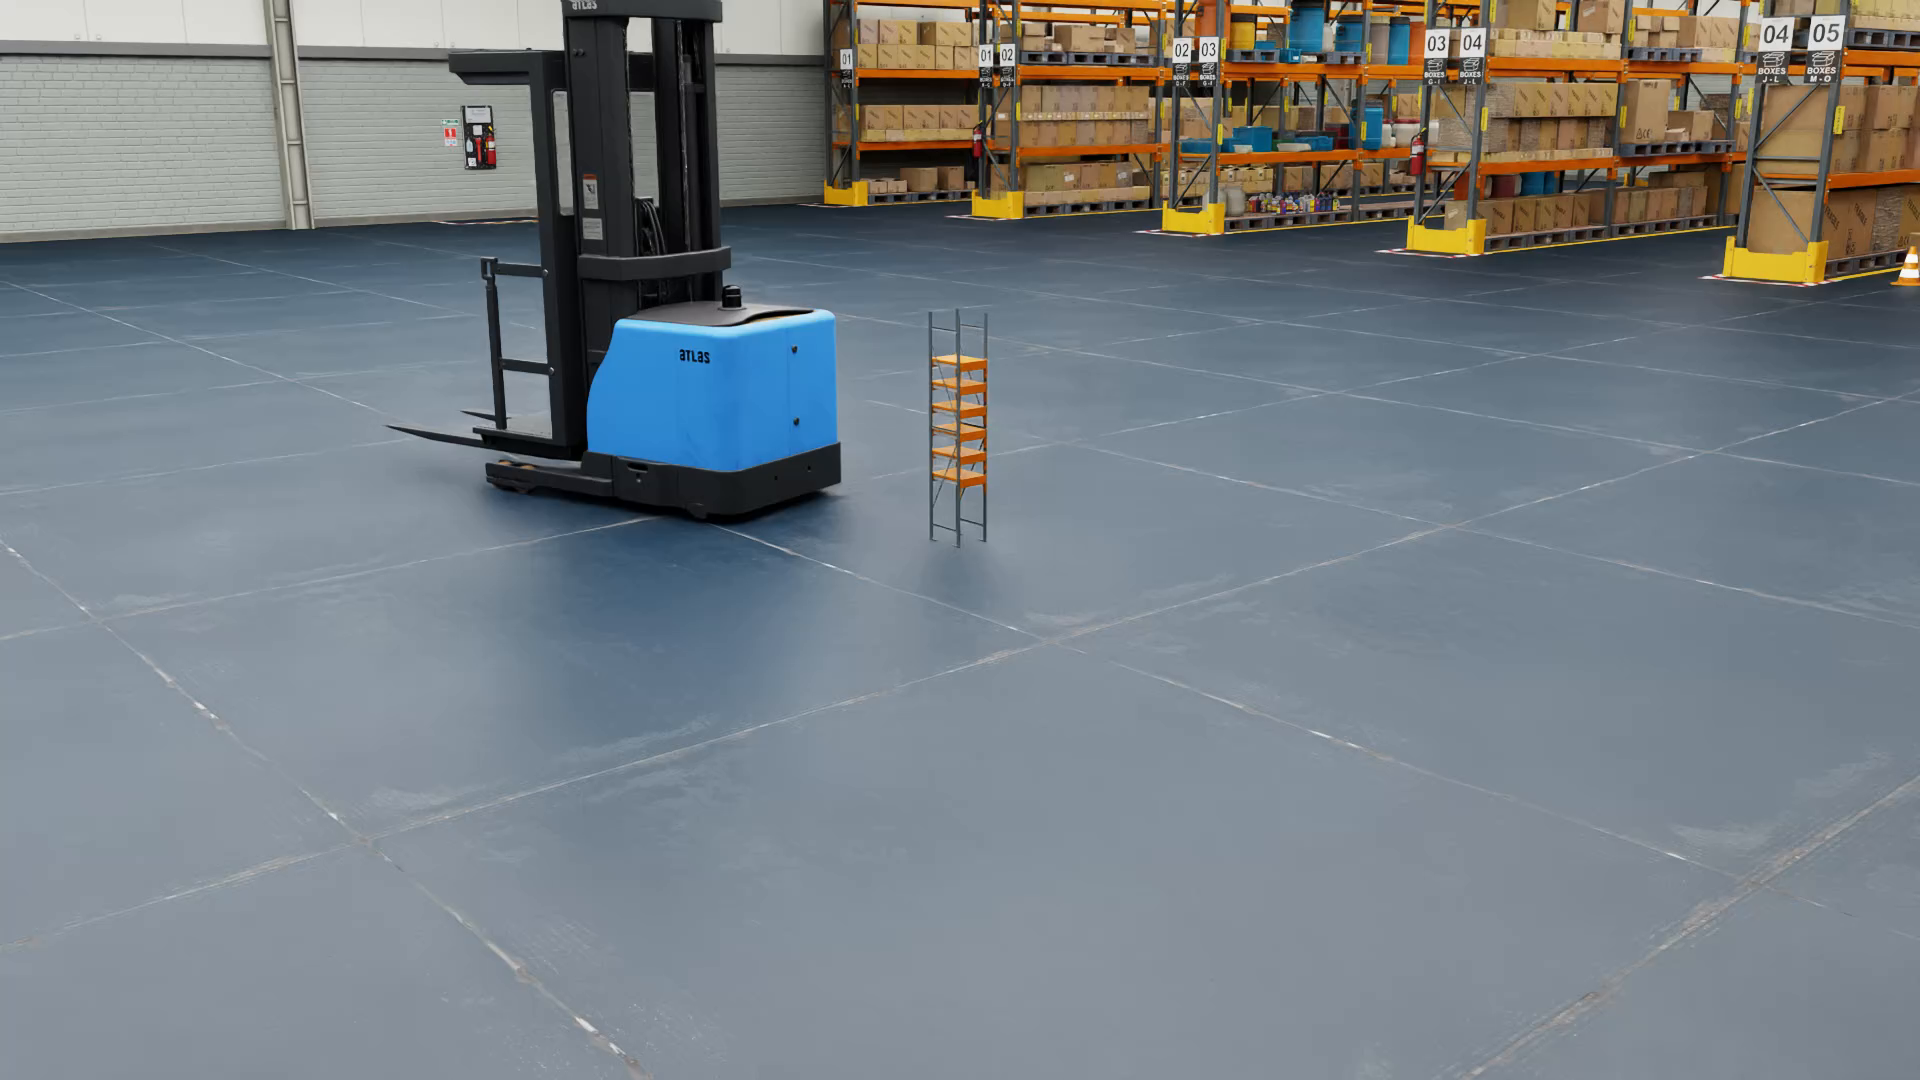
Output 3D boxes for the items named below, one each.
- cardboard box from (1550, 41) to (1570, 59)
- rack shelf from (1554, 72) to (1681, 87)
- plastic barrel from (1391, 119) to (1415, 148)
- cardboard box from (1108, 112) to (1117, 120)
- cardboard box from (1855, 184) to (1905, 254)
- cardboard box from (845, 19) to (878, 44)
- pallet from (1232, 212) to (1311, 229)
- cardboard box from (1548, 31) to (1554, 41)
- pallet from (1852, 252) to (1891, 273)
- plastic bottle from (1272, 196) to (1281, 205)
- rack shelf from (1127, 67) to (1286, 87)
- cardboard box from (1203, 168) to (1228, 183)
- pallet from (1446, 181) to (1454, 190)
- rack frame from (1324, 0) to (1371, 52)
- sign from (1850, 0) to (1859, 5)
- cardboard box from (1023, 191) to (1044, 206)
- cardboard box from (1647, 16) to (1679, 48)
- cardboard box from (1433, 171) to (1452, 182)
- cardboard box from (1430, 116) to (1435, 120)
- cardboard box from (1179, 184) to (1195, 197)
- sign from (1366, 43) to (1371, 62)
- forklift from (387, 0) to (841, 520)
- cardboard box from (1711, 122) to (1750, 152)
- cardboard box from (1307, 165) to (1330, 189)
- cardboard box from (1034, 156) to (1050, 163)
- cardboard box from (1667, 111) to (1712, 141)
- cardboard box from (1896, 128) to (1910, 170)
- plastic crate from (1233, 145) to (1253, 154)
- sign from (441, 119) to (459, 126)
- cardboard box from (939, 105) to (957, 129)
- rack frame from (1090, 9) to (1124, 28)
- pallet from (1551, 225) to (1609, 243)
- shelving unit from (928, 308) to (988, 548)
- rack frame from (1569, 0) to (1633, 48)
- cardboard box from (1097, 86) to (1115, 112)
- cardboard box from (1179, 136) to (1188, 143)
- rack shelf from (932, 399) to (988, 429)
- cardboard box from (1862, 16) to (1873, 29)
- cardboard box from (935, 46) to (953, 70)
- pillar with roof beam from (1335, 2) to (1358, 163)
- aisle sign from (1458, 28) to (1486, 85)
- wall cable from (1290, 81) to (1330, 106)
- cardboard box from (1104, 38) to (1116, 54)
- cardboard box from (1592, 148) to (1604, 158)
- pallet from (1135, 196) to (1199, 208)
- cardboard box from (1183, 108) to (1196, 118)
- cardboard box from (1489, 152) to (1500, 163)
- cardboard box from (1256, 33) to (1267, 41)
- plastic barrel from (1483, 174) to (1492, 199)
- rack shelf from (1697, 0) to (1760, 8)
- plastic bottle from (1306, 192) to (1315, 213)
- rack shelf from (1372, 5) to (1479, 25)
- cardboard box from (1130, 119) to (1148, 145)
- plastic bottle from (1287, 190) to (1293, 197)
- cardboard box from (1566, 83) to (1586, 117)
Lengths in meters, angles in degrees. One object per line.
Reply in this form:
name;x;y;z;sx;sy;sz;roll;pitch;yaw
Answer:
cardboard box;8.921;-7.454;25.322;0.500;0.250;0.500;-12;19;-38
rack shelf;14.547;-10.223;36.791;4.000;0.370;1.077;-13;19;-39
plastic barrel;8.422;-7.736;31.637;0.433;0.535;0.433;0;15;0
cardboard box;2.921;-8.494;33.286;0.250;0.149;0.380;-13;20;-40
cardboard box;12.236;-4.410;22.752;0.875;0.875;0.875;-12;19;-39
cardboard box;-2.068;-10.686;34.962;0.500;0.500;0.500;14;21;43
pallet;5.548;-5.767;29.929;1.213;0.211;1.003;-13;19;-39
cardboard box;8.758;-7.621;25.175;0.250;0.149;0.380;-13;20;-40
pallet;11.888;-3.812;22.611;1.213;0.211;1.003;-13;19;-39
plastic bottle;5.775;-6.139;30.347;0.135;0.276;0.152;-13;19;-39
rack shelf;5.263;-9.833;35.329;4.000;0.370;1.077;-13;19;-39
cardboard box;5.389;-7.820;35.640;0.500;0.311;0.500;-12;19;-38
pallet;12.149;-8.929;41.771;1.213;0.211;1.003;-13;19;-39
rack frame;7.003;-10.326;29.969;0.127;3.000;1.000;-13;19;-39
sign;10.776;-6.603;19.999;0.005;0.325;0.100;-13;19;-39
cardboard box;1.287;-6.636;32.297;0.500;0.250;0.500;-13;19;-39
cardboard box;11.384;-8.385;27.502;0.637;0.503;0.797;-12;19;-37
cardboard box;11.822;-9.014;41.159;0.500;0.250;0.500;-13;19;-39
cardboard box;11.116;-10.001;40.183;0.500;0.500;0.500;-13;20;-40
cardboard box;4.608;-7.373;35.054;0.500;0.250;0.500;-12;19;-38
sign;7.356;-8.772;29.947;0.005;0.325;0.100;-13;19;-39
forklift;-2.214;-1.794;9.788;3.031;2.935;1.130;9;18;31
cardboard box;13.817;-7.218;29.767;0.500;0.500;0.500;-12;19;-38
cardboard box;8.076;-8.270;37.889;0.500;0.500;0.500;-13;20;-40
cardboard box;1.764;-9.015;39.226;0.500;0.250;0.500;-13;20;-41
cardboard box;12.535;-7.178;28.804;0.500;0.500;0.700;-9;18;-31
cardboard box;12.279;-5.322;22.570;0.550;0.550;0.875;-13;19;-39
plastic crate;4.872;-6.711;28.573;0.250;0.136;0.298;-13;19;-39
sign;-9.449;-7.736;30.804;0.331;0.109;0.001;-13;19;-39
cardboard box;-0.414;-9.346;36.726;0.500;0.500;0.500;-13;20;-41
rack frame;3.517;-12.932;39.726;0.127;3.000;1.000;-13;19;-39
pallet;9.771;-4.995;27.041;1.213;0.211;1.003;-13;19;-39
shelving unit;-0.011;-0.577;8.586;0.189;1.200;0.258;-13;19;-39
rack frame;10.254;-9.361;26.359;0.127;3.000;1.000;-13;19;-39
cardboard box;2.665;-8.820;33.250;0.500;0.500;0.700;-13;20;-39
cardboard box;4.557;-8.381;34.801;0.250;0.149;0.380;-13;19;-39
rack shelf;-0.011;-0.650;8.566;0.180;0.103;0.258;-13;19;-39
cardboard box;11.077;-6.421;20.641;0.250;0.149;0.380;-12;19;-39
cardboard box;-0.502;-10.545;36.370;0.500;0.500;0.500;-14;20;-41
pillar with roof beam;13.847;-14.075;44.005;0.400;9.000;9.100;-13;19;-39
aisle sign;7.387;-6.972;24.003;0.004;0.787;0.394;-13;19;-39
wall cable;9.897;-12.281;46.944;1.851;1.984;0.084;-13;19;-39
cardboard box;2.794;-9.943;33.438;0.500;0.311;0.500;-14;20;-42
cardboard box;10.090;-6.207;26.663;0.250;0.149;0.380;-13;19;-39
pallet;4.285;-7.177;35.211;1.213;0.211;1.003;-13;19;-39
cardboard box;5.589;-10.614;41.863;0.500;0.500;0.500;-13;19;-39
cardboard box;7.810;-5.704;24.780;0.250;0.149;0.380;-13;19;-39
cardboard box;7.640;-12.856;43.084;0.500;0.500;0.500;-13;20;-40
plastic barrel;10.746;-7.305;34.292;0.421;0.512;0.421;0;15;0
rack shelf;14.781;-9.837;30.308;4.000;0.370;1.077;-13;19;-39
plastic bottle;6.318;-6.107;30.083;0.185;0.351;0.144;-13;20;-40
rack shelf;11.298;-12.635;40.016;4.000;0.370;1.077;-13;19;-39
cardboard box;3.424;-8.364;34.056;0.500;0.500;0.700;-13;20;-41
plastic bottle;6.122;-6.304;30.818;0.185;0.351;0.144;-12;19;-38
cardboard box;9.341;-6.839;25.832;0.500;0.500;0.500;-13;19;-39
